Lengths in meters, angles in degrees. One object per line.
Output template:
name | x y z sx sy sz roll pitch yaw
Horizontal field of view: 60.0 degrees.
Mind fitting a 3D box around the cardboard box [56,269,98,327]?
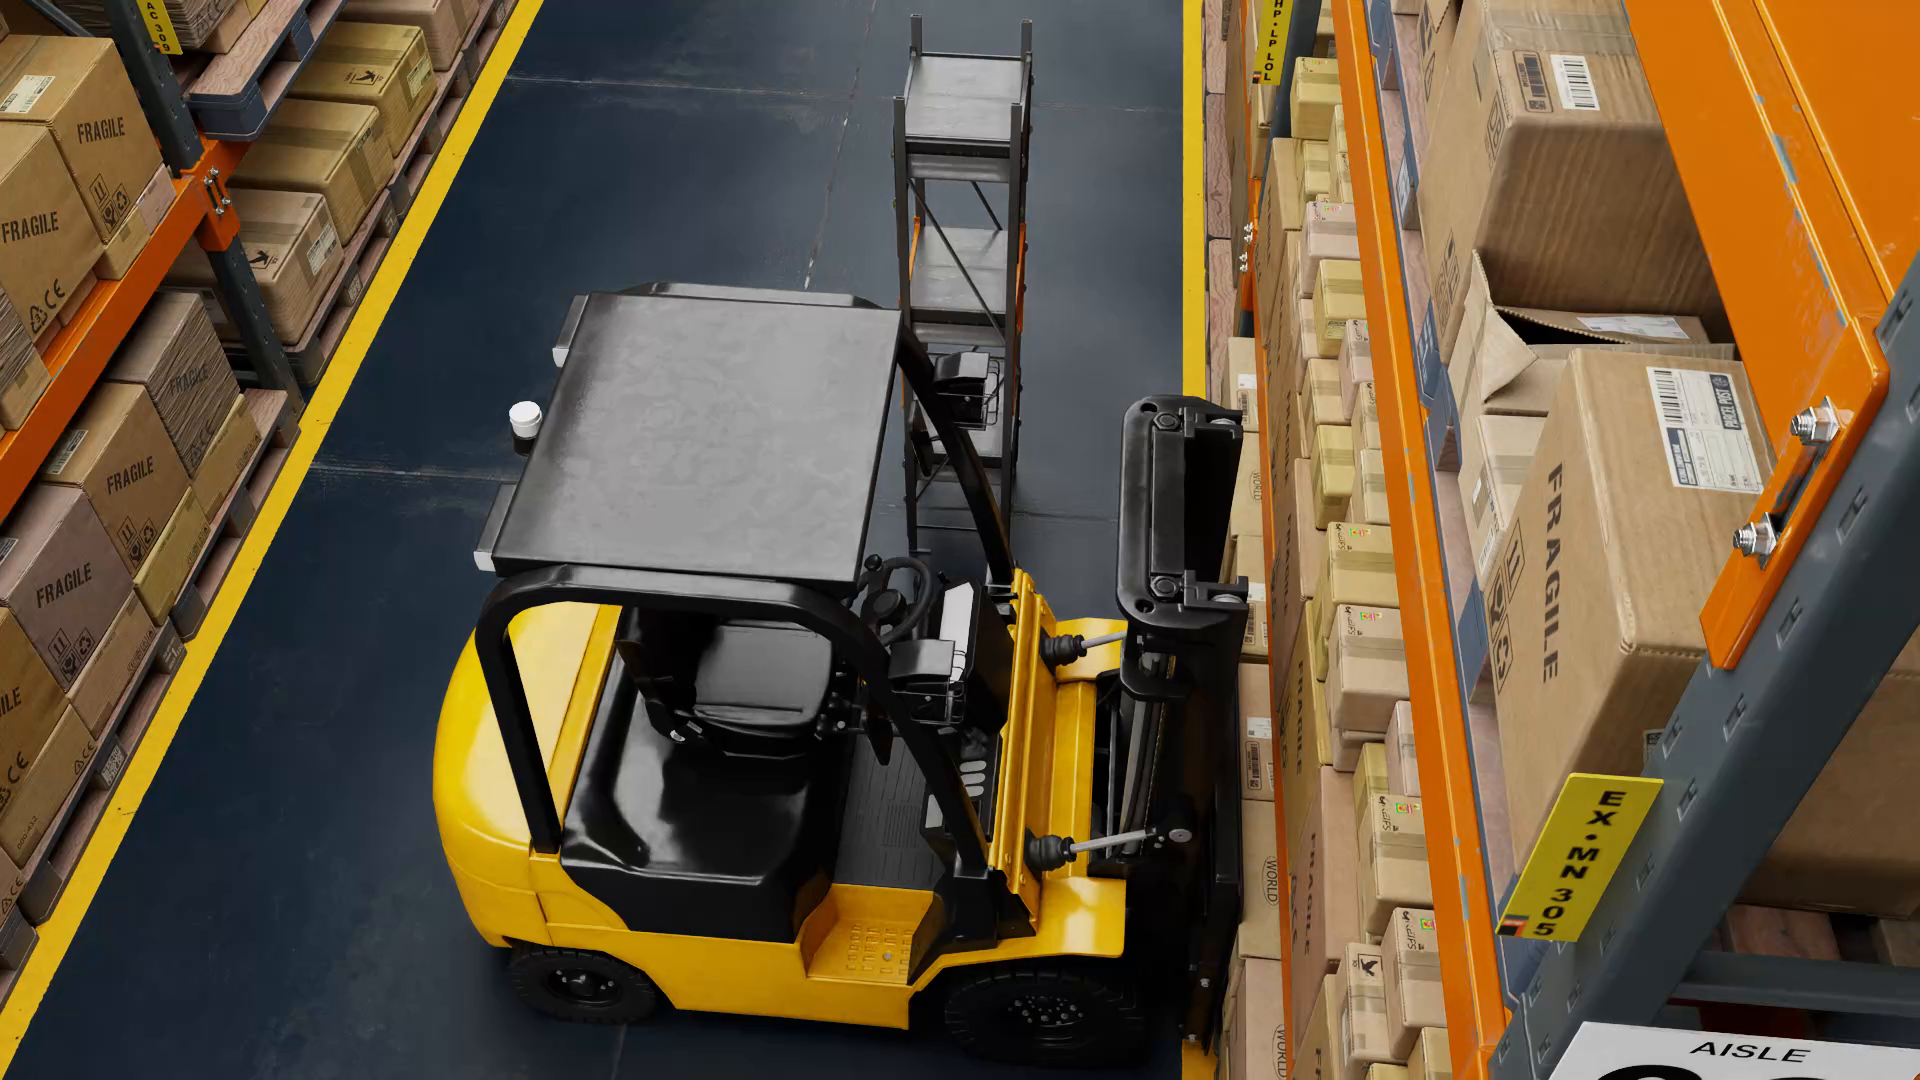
cardboard box | -3.209 -0.875 5.688 0.380 0.149 0.250 4 48 4

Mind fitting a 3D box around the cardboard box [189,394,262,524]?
cardboard box | -3.153 -0.348 6.614 0.500 0.250 0.500 6 48 5

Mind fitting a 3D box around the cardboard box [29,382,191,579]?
cardboard box | -3.198 -0.227 5.995 0.500 0.500 0.500 5 48 4

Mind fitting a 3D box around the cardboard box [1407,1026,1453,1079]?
cardboard box | 1.035 1.053 3.045 0.380 0.149 0.250 4 48 4

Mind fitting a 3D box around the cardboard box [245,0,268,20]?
cardboard box | -2.970 -2.211 6.626 0.380 0.149 0.250 5 48 4

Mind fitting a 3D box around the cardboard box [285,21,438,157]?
cardboard box | -3.197 -2.267 8.287 0.950 0.372 0.625 5 48 5

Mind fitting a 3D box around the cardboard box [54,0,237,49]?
cardboard box | -3.038 -2.188 6.164 0.500 0.500 0.500 5 48 4

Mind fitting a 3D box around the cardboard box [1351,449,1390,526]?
cardboard box | 1.169 -0.074 4.076 0.380 0.149 0.250 4 48 4

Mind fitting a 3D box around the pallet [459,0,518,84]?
pallet | -3.074 -3.011 9.361 1.003 0.211 1.213 4 48 4

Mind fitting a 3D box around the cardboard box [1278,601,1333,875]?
cardboard box | 1.099 0.513 4.180 0.500 0.500 0.500 3 48 3

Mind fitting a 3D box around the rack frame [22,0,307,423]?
rack frame | -3.366 -1.587 6.168 1.000 3.000 0.127 4 48 4

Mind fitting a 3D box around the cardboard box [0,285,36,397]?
cardboard box | -3.242 -0.617 5.012 0.500 0.500 0.500 5 48 5

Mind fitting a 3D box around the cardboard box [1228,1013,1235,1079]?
cardboard box | 1.002 1.555 4.535 0.500 0.250 0.500 3 48 3

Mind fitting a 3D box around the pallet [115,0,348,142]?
pallet | -3.152 -2.074 6.744 1.003 0.211 1.213 4 48 4

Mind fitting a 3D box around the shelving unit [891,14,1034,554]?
shelving unit | 0.015 -0.830 6.086 0.431 2.100 0.503 4 48 4

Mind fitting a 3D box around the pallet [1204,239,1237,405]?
pallet | 1.605 -0.859 7.392 1.003 0.211 1.213 4 48 4

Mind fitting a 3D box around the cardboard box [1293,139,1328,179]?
cardboard box | 1.286 -1.292 5.391 0.380 0.149 0.250 3 48 3

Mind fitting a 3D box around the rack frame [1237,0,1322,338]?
rack frame | 1.577 -1.256 5.866 1.000 3.000 0.127 4 48 4

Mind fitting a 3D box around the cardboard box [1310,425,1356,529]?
cardboard box | 1.125 -0.157 4.353 0.380 0.149 0.250 3 48 3

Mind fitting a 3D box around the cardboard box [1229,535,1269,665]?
cardboard box | 1.130 0.269 5.372 0.500 0.250 0.500 5 48 5

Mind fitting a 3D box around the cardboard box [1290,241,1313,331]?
cardboard box | 1.172 -0.732 4.879 0.380 0.149 0.250 5 48 4

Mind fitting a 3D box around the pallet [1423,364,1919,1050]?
pallet | 1.303 0.183 2.577 1.003 0.211 1.213 4 48 4

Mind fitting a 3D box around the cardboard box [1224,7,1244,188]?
cardboard box | 1.758 -2.102 7.965 0.875 0.625 0.625 2 48 2

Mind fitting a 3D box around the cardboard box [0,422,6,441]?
cardboard box | -3.234 -0.312 5.173 0.380 0.149 0.250 3 48 3

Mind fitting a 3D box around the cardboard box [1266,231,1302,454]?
cardboard box | 1.246 -0.597 5.195 0.500 0.500 0.500 5 48 4

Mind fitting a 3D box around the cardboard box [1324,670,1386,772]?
cardboard box | 1.055 0.400 3.844 0.380 0.149 0.250 2 48 2

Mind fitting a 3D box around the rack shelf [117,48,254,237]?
rack shelf | -3.184 -2.814 7.778 1.077 0.370 4.000 4 48 4

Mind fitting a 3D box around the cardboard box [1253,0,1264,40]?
cardboard box | 1.407 -2.130 6.428 0.500 0.250 0.500 3 48 3

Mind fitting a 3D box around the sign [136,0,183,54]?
sign | -2.825 -1.848 5.821 0.100 0.325 0.005 4 48 4

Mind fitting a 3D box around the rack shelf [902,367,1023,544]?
rack shelf | 0.015 -0.349 6.613 0.431 0.518 0.480 4 48 4

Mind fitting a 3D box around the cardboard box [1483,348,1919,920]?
cardboard box | 1.010 0.120 2.154 0.500 0.500 0.500 5 48 5

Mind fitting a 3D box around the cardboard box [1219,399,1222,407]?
cardboard box | 1.226 -0.303 6.235 0.500 0.250 0.500 4 48 3

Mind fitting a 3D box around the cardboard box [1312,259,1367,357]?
cardboard box | 1.182 -0.633 4.588 0.380 0.149 0.250 3 48 3

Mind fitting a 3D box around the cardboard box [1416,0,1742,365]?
cardboard box | 1.203 -0.625 2.836 0.700 0.500 0.500 4 48 4

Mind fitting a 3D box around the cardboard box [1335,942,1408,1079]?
cardboard box | 0.959 0.968 3.325 0.380 0.149 0.250 5 48 4

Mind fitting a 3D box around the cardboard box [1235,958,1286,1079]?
cardboard box | 0.985 1.398 4.340 0.500 0.250 0.500 5 48 4

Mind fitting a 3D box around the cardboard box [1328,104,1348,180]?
cardboard box | 1.336 -1.195 5.101 0.380 0.149 0.250 5 48 4

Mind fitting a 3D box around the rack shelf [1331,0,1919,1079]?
rack shelf | 1.395 -0.622 3.608 0.919 0.124 3.809 4 48 4

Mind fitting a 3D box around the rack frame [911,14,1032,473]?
rack frame | 0.037 -1.010 6.250 0.400 2.100 0.015 4 48 4

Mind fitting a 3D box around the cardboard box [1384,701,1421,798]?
cardboard box | 1.120 0.498 3.553 0.380 0.149 0.250 4 48 4

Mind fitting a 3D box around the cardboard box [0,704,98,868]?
cardboard box | -3.291 0.788 5.575 0.500 0.250 0.500 7 48 6

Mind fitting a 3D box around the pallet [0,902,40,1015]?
pallet | -3.615 1.643 5.104 1.003 0.211 1.213 4 48 4
